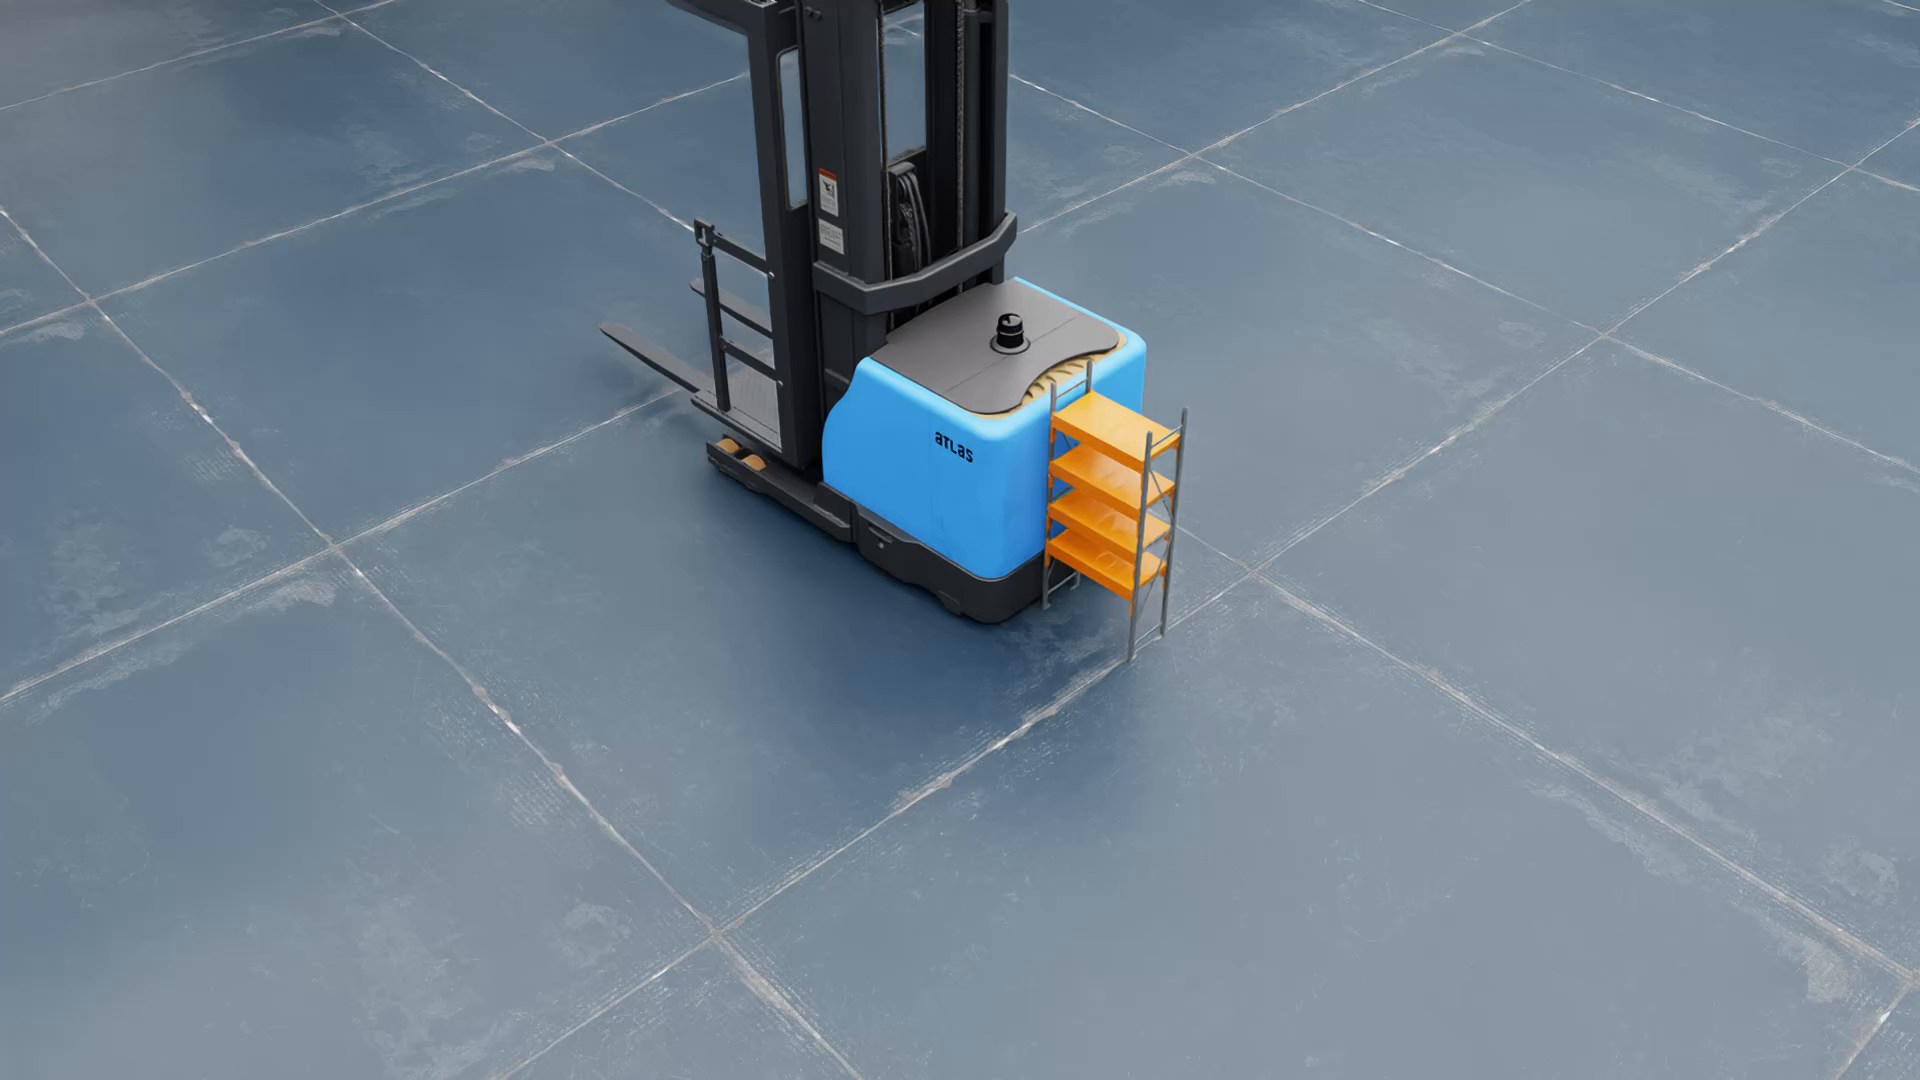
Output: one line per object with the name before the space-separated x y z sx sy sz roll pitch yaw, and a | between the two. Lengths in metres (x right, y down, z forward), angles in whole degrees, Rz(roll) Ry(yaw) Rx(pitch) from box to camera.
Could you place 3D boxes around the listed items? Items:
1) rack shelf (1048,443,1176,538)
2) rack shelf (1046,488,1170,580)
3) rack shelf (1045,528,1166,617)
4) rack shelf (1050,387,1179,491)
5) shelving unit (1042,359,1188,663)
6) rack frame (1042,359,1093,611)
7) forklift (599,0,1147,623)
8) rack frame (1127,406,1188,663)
rack shelf | 0.626 -0.225 6.825 0.480 0.148 0.258 31 48 33
rack shelf | 0.626 -0.051 6.966 0.480 0.148 0.258 31 48 33
rack shelf | 0.626 0.103 7.091 0.480 0.148 0.258 31 48 33
rack shelf | 0.626 -0.409 6.677 0.480 0.148 0.258 31 48 33
shelving unit | 0.626 -0.104 6.924 0.503 1.200 0.258 31 48 33
rack frame | 0.450 -0.210 7.055 0.015 1.200 0.240 31 48 33
forklift | -0.593 -1.594 7.391 3.031 2.935 1.130 31 48 33
rack frame | 0.801 0.003 6.792 0.015 1.200 0.240 31 48 33
